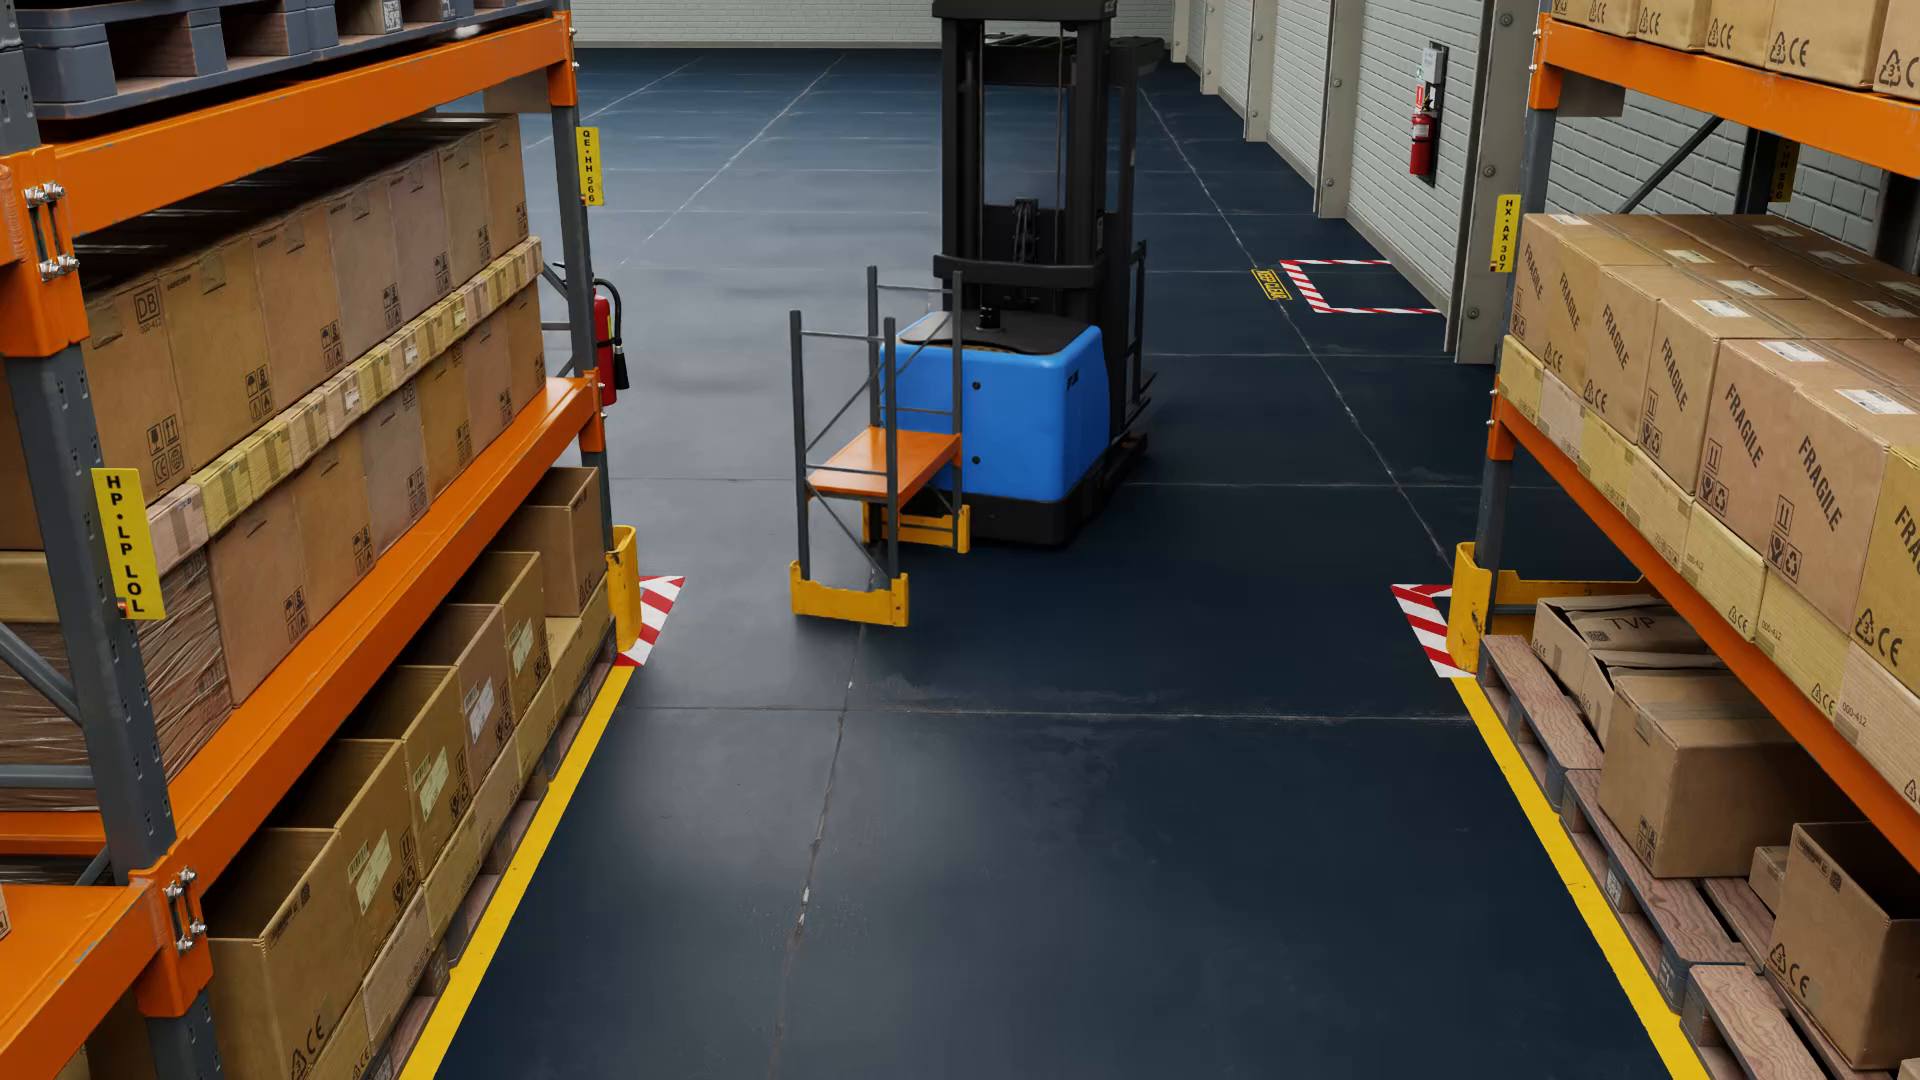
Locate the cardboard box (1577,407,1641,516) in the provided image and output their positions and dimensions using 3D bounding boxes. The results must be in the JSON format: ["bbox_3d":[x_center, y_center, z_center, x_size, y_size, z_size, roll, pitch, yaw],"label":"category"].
[{"bbox_3d":[2.491,-0.277,5.775,0.500,0.250,0.500,0,21,1],"label":"cardboard box"}]

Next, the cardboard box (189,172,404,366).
[{"bbox_3d":[-2.174,-0.845,5.130,0.700,0.500,0.500,1,21,2],"label":"cardboard box"}]

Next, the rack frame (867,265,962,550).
[{"bbox_3d":[-0.231,-0.675,8.694,0.500,1.500,0.032,6,22,16],"label":"rack frame"}]

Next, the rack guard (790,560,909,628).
[{"bbox_3d":[-0.533,0.259,8.016,0.587,0.250,0.087,6,22,16],"label":"rack guard"}]

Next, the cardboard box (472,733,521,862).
[{"bbox_3d":[-1.860,0.890,5.808,0.500,0.250,0.500,1,21,2],"label":"cardboard box"}]

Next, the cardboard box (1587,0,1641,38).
[{"bbox_3d":[2.534,-2.025,5.788,0.500,0.500,0.500,2,21,5],"label":"cardboard box"}]

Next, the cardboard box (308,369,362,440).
[{"bbox_3d":[-1.990,-0.399,4.876,0.380,0.149,0.250,0,21,0],"label":"cardboard box"}]

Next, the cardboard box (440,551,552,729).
[{"bbox_3d":[-1.840,0.360,6.138,0.500,0.500,0.500,1,21,2],"label":"cardboard box"}]

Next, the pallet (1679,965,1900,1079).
[{"bbox_3d":[2.709,1.621,4.560,1.003,0.211,1.213,1,21,2],"label":"pallet"}]

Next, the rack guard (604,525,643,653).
[{"bbox_3d":[-2.105,0.221,7.768,1.175,0.500,0.348,1,21,2],"label":"rack guard"}]

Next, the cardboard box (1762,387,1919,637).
[{"bbox_3d":[2.439,-0.080,4.231,0.500,0.500,0.500,1,21,1],"label":"cardboard box"}]

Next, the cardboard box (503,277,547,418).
[{"bbox_3d":[-2.133,-0.813,6.840,0.700,0.500,0.500,1,21,2],"label":"cardboard box"}]

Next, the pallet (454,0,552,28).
[{"bbox_3d":[-2.153,-2.037,6.108,1.003,0.211,1.213,1,21,2],"label":"pallet"}]

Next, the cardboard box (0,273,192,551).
[{"bbox_3d":[-2.220,-0.301,3.727,0.700,0.500,0.500,1,21,2],"label":"cardboard box"}]

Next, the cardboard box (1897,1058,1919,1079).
[{"bbox_3d":[2.711,1.486,4.361,0.380,0.166,0.250,-2,21,-5],"label":"cardboard box"}]

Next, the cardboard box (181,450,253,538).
[{"bbox_3d":[-2.012,-0.117,4.150,0.380,0.149,0.250,0,21,0],"label":"cardboard box"}]

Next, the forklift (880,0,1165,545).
[{"bbox_3d":[0.525,-1.842,9.723,1.130,2.935,3.031,7,22,18],"label":"forklift"}]

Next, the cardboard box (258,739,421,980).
[{"bbox_3d":[-1.893,0.902,4.741,0.500,0.500,0.500,1,21,2],"label":"cardboard box"}]

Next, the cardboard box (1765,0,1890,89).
[{"bbox_3d":[2.500,-1.459,4.330,0.500,0.500,0.500,0,21,0],"label":"cardboard box"}]

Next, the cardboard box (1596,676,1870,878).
[{"bbox_3d":[2.645,0.798,5.673,0.700,0.500,0.500,-1,21,-2],"label":"cardboard box"}]

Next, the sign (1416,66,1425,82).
[{"bbox_3d":[4.096,-4.143,14.778,0.001,0.109,0.331,1,21,2],"label":"sign"}]

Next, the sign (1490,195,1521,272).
[{"bbox_3d":[2.304,-1.292,7.015,0.100,0.325,0.005,1,21,2],"label":"sign"}]

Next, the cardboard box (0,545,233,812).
[{"bbox_3d":[-2.220,0.304,3.961,0.700,0.500,0.500,0,21,0],"label":"cardboard box"}]

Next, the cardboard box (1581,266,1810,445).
[{"bbox_3d":[2.484,-0.637,5.666,0.500,0.500,0.500,0,21,0],"label":"cardboard box"}]

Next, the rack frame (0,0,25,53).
[{"bbox_3d":[-2.227,-2.286,2.480,1.000,3.000,0.127,1,21,2],"label":"rack frame"}]

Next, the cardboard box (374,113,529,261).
[{"bbox_3d":[-2.134,-1.399,6.556,0.700,0.500,0.500,1,21,2],"label":"cardboard box"}]

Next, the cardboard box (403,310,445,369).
[{"bbox_3d":[-1.965,-0.676,5.590,0.380,0.149,0.250,1,21,3],"label":"cardboard box"}]

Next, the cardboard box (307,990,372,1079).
[{"bbox_3d":[-1.910,1.433,4.411,0.500,0.250,0.500,1,21,2],"label":"cardboard box"}]

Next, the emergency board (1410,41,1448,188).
[{"bbox_3d":[3.985,-3.682,14.372,0.194,1.169,0.643,1,21,2],"label":"emergency board"}]

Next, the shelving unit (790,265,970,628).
[{"bbox_3d":[-0.385,-0.496,8.234,0.587,1.500,1.083,6,22,16],"label":"shelving unit"}]

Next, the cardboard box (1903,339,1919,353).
[{"bbox_3d":[2.988,-0.260,4.695,0.500,0.500,0.500,1,21,3],"label":"cardboard box"}]

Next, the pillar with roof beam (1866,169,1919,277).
[{"bbox_3d":[-0.614,-3.464,5.516,9.100,9.000,0.400,1,21,2],"label":"pillar with roof beam"}]

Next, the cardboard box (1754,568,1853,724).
[{"bbox_3d":[2.459,0.270,4.366,0.500,0.250,0.500,1,21,2],"label":"cardboard box"}]

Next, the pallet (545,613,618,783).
[{"bbox_3d":[-2.087,0.642,7.084,1.003,0.211,1.213,1,21,2],"label":"pallet"}]

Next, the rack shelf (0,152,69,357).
[{"bbox_3d":[-2.288,0.171,1.289,1.077,0.370,4.000,1,21,2],"label":"rack shelf"}]

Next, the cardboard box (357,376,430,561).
[{"bbox_3d":[-2.177,-0.254,5.398,0.700,0.500,0.500,1,21,3],"label":"cardboard box"}]

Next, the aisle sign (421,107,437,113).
[{"bbox_3d":[-2.410,-2.174,6.893,0.394,0.787,0.004,1,21,2],"label":"aisle sign"}]

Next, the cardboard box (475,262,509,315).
[{"bbox_3d":[-1.941,-0.957,6.314,0.380,0.149,0.250,0,21,1],"label":"cardboard box"}]

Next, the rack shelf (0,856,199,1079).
[{"bbox_3d":[-2.288,1.569,1.832,1.077,0.370,4.000,1,21,2],"label":"rack shelf"}]

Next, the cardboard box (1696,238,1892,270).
[{"bbox_3d":[3.019,-0.817,6.130,0.500,0.500,0.500,1,21,2],"label":"cardboard box"}]

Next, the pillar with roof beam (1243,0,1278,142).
[{"bbox_3d":[-0.066,-9.972,22.289,9.100,9.000,0.400,1,21,2],"label":"pillar with roof beam"}]

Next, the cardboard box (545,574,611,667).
[{"bbox_3d":[-1.827,0.348,7.206,0.500,0.250,0.500,1,21,2],"label":"cardboard box"}]
